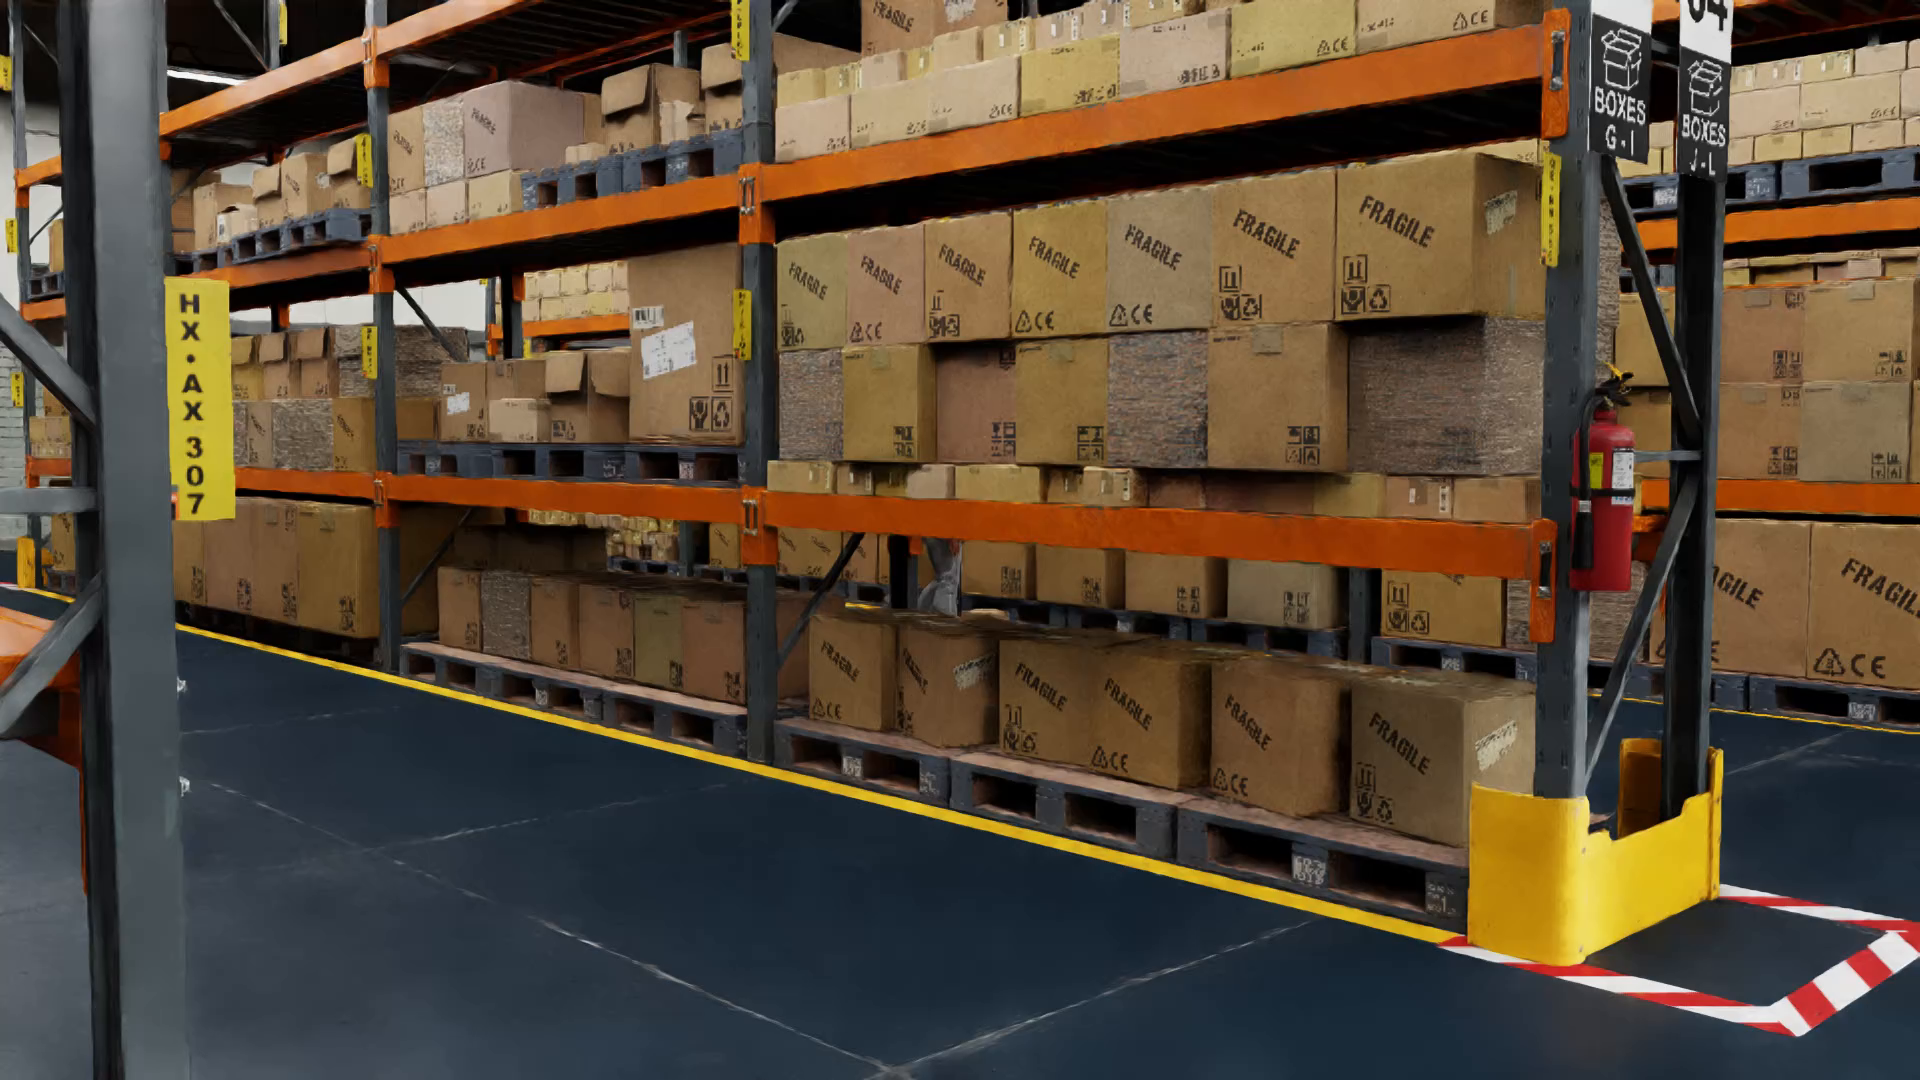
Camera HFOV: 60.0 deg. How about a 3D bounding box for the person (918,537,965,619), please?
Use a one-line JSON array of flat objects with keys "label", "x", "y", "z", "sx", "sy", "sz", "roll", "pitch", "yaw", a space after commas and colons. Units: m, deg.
[{"label": "person", "x": -0.129, "y": -0.080, "z": 11.779, "sx": 0.523, "sy": 1.770, "sz": 0.627, "roll": -1, "pitch": 4, "yaw": -15}]
